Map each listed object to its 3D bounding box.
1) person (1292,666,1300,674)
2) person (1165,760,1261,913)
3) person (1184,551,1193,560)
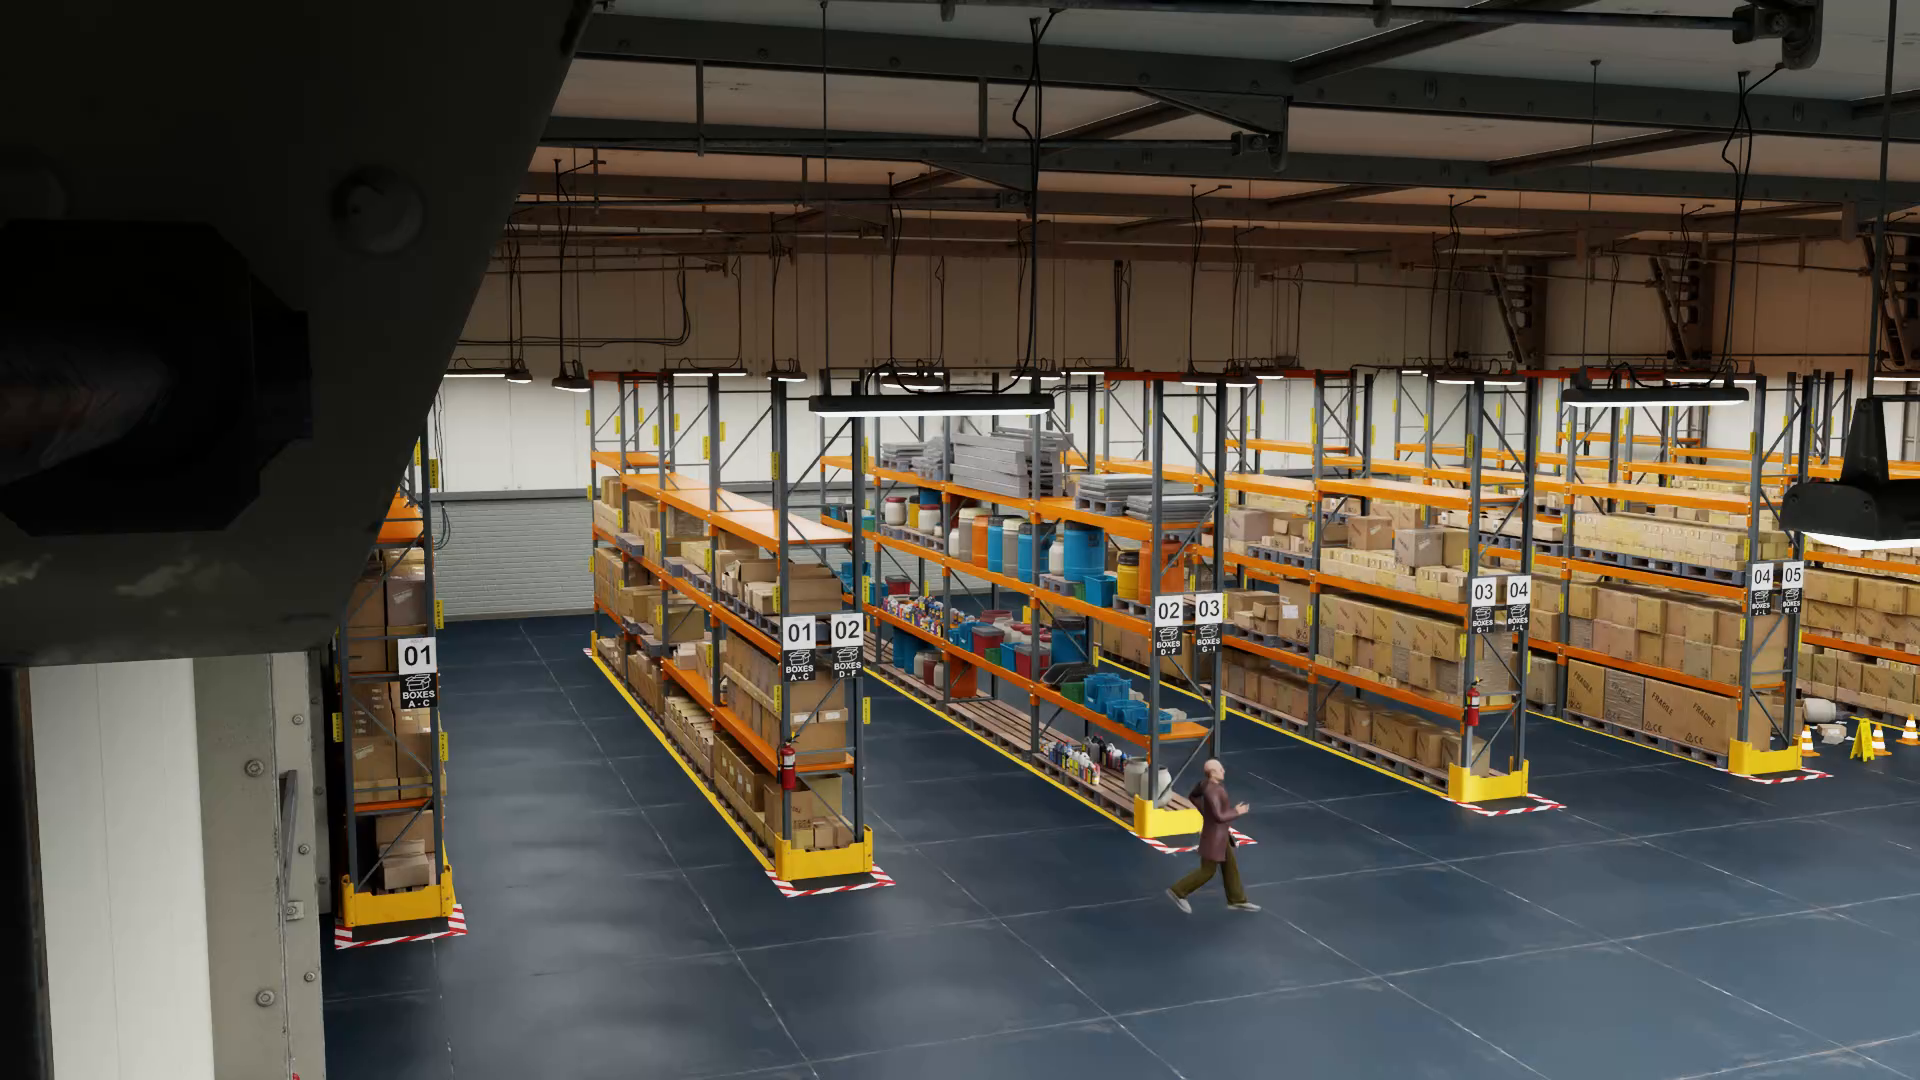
[{"bbox_3d":[6.516,1.939,32.115,0.541,1.624,0.553,-2,7,-19],"label":"person"},{"bbox_3d":[2.860,3.331,18.705,1.075,1.756,0.704,1,6,7],"label":"person"},{"bbox_3d":[5.426,0.997,40.195,0.737,1.697,0.609,2,7,17],"label":"person"}]
